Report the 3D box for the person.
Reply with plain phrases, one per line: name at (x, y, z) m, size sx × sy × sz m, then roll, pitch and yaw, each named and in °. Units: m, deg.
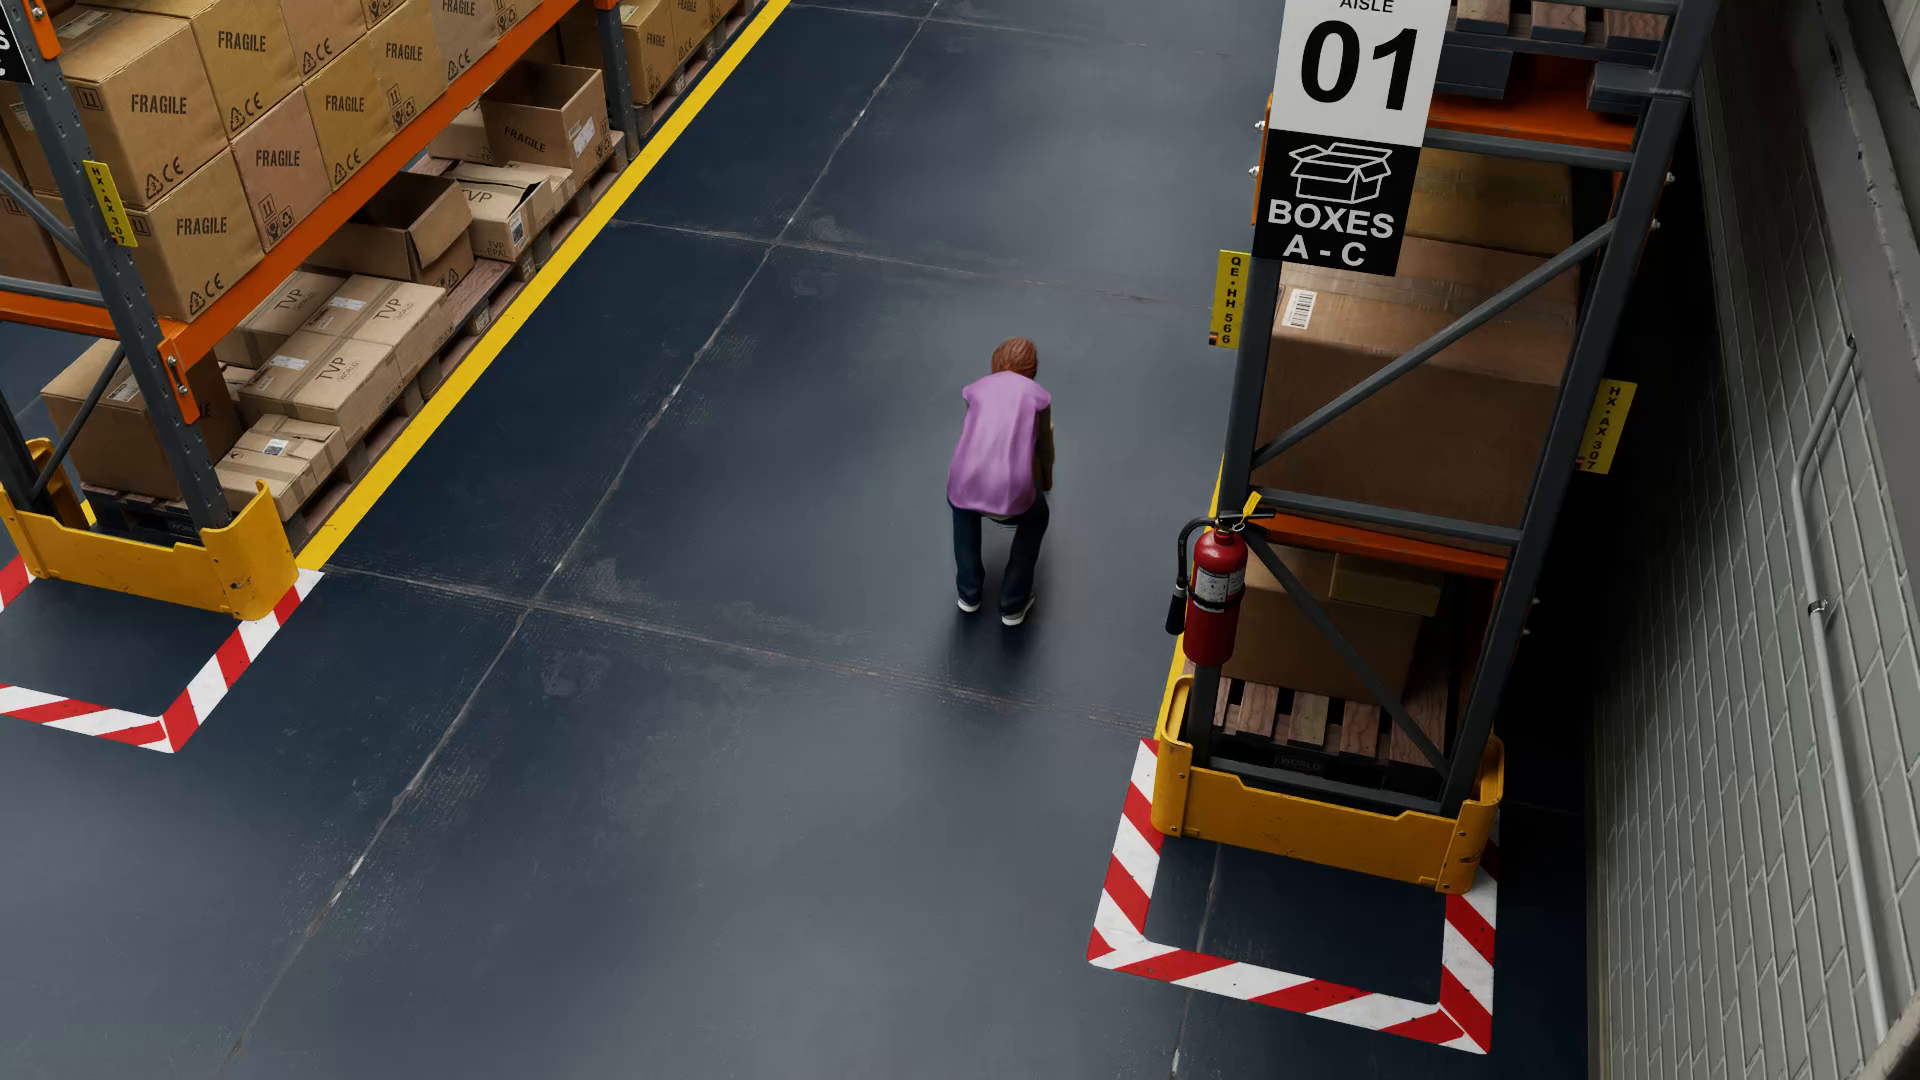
person at (0.169, -0.215, 6.846) m, size 0.376 × 1.018 × 0.857 m, roll 8°, pitch 42°, yaw 9°
